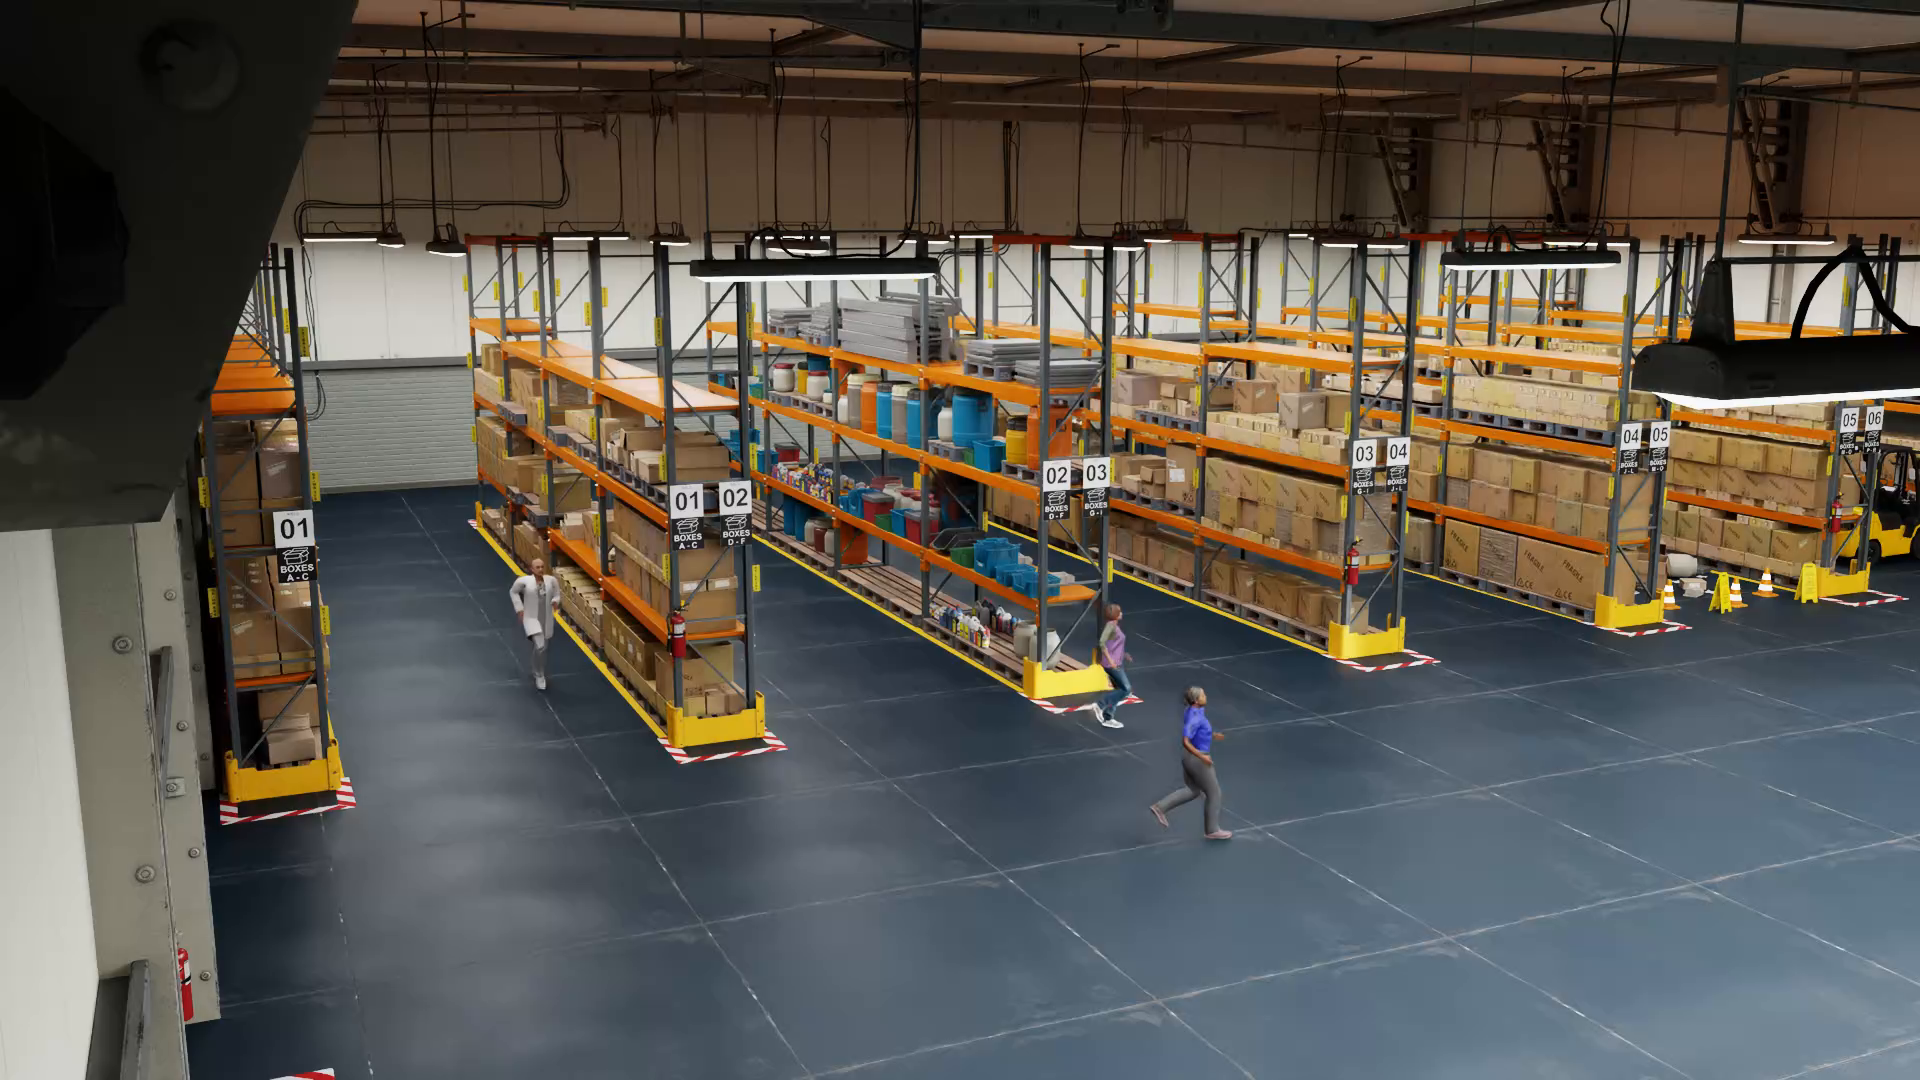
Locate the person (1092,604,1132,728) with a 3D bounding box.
[{"bbox_3d":[1.924,1.578,20.976,0.490,1.549,0.574,1,11,4],"label":"person"}]

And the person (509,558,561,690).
[{"bbox_3d":[-5.759,1.140,22.737,0.613,1.799,0.909,-9,14,-38],"label":"person"}]

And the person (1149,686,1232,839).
[{"bbox_3d":[2.394,2.282,17.063,0.850,1.624,0.588,-1,11,-4],"label":"person"}]

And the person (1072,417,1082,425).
[{"bbox_3d":[2.842,-2.424,41.248,0.857,1.667,0.619,8,14,36],"label":"person"}]
